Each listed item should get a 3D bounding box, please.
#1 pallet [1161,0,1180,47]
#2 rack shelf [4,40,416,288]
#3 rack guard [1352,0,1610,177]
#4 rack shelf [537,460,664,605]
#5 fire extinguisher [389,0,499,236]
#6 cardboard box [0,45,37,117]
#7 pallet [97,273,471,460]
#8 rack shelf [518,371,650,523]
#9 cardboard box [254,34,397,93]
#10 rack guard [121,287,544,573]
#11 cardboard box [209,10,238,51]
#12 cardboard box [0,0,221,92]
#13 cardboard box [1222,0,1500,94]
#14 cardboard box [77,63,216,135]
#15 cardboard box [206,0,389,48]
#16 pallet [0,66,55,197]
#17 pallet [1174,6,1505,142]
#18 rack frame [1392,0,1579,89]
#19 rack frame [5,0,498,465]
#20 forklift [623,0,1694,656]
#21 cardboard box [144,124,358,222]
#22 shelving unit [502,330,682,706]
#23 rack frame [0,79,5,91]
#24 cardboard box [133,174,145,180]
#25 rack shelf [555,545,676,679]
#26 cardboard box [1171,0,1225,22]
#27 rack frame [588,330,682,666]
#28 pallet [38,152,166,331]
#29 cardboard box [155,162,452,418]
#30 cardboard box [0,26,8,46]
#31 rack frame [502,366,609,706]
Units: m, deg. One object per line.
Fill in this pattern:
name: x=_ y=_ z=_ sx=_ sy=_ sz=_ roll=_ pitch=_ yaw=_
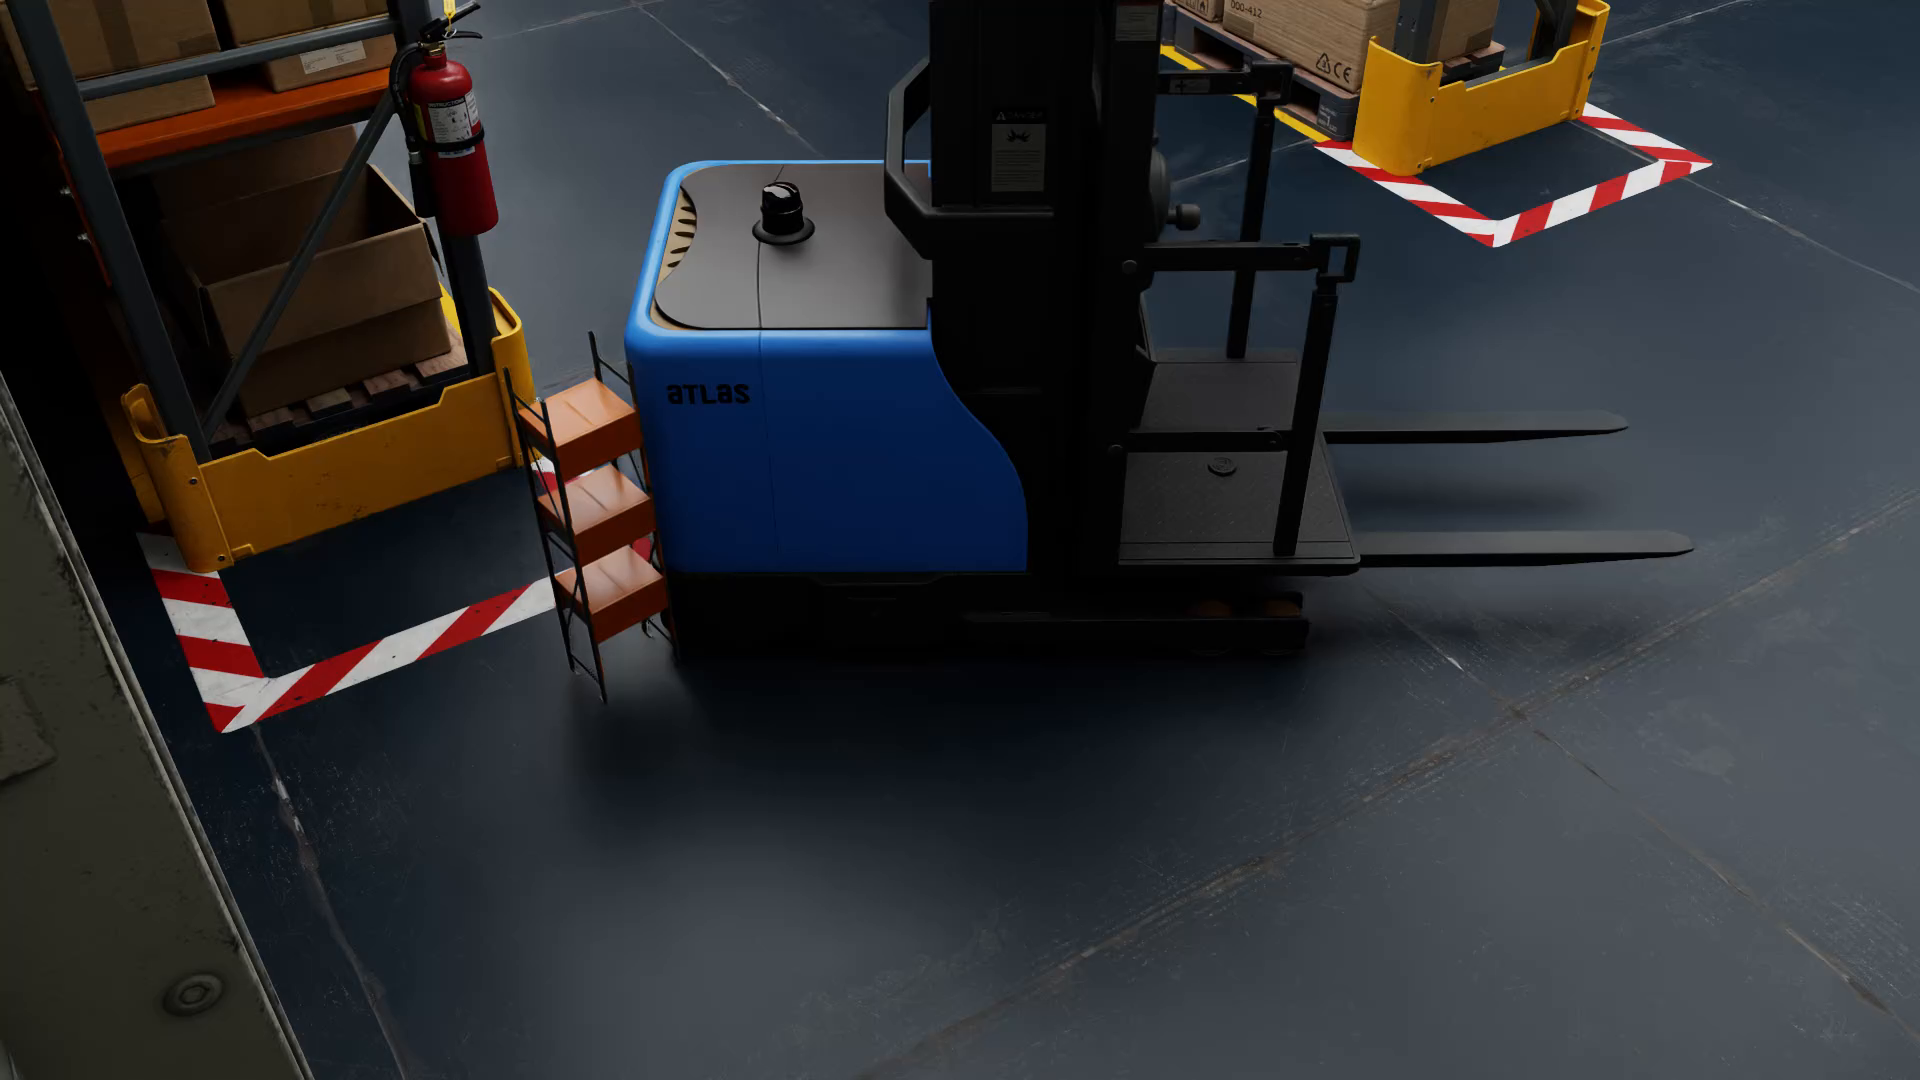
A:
pallet: x=1.121 y=-2.988 z=8.670 sx=1.003 sy=0.211 sz=1.213 roll=-22 pitch=45 yaw=-24
rack shelf: x=-2.990 y=-2.089 z=5.976 sx=1.077 sy=0.370 sz=4.000 roll=-22 pitch=45 yaw=-24
rack guard: x=2.281 y=-2.023 z=7.287 sx=1.175 sy=0.500 sz=0.348 roll=-22 pitch=45 yaw=-24
rack shelf: x=-0.970 y=-0.025 z=4.474 sx=0.240 sy=0.259 sz=0.215 roll=-29 pitch=48 yaw=-29
fire extinguisher: x=-1.446 y=-1.193 z=4.690 sx=0.296 sy=0.674 sz=0.183 roll=-22 pitch=45 yaw=-24
cardboard box: x=-3.909 y=-2.135 z=7.242 sx=0.500 sy=0.311 sz=0.500 roll=-21 pitch=44 yaw=-23
pallet: x=-2.385 y=-0.685 z=5.908 sx=1.003 sy=0.211 sz=1.213 roll=-22 pitch=45 yaw=-24
rack shelf: x=-0.973 y=-0.242 z=4.291 sx=0.240 sy=0.259 sz=0.215 roll=-29 pitch=48 yaw=-29
cardboard box: x=-1.860 y=-1.461 z=4.857 sx=0.380 sy=0.149 sz=0.250 roll=-23 pitch=45 yaw=-25
rack guard: x=-1.955 y=-0.367 z=5.299 sx=1.175 sy=0.500 sz=0.348 roll=-22 pitch=45 yaw=-24
cardboard box: x=-2.036 y=-1.583 z=5.002 sx=0.380 sy=0.149 sz=0.250 roll=-21 pitch=44 yaw=-23
cardboard box: x=-2.386 y=-1.499 z=4.591 sx=0.500 sy=0.250 sz=0.500 roll=-21 pitch=44 yaw=-23
cardboard box: x=1.829 y=-2.495 z=7.575 sx=0.875 sy=0.438 sz=0.875 roll=-24 pitch=45 yaw=-26
cardboard box: x=-2.319 y=-1.276 z=4.634 sx=0.380 sy=0.149 sz=0.250 roll=-23 pitch=45 yaw=-25
cardboard box: x=-1.931 y=-1.680 z=4.808 sx=0.500 sy=0.250 sz=0.500 roll=-22 pitch=45 yaw=-24
pallet: x=-3.697 y=-2.002 z=7.488 sx=1.003 sy=0.211 sz=1.213 roll=-22 pitch=45 yaw=-24
pallet: x=1.773 y=-2.330 z=7.881 sx=1.003 sy=0.211 sz=1.213 roll=-22 pitch=45 yaw=-24
rack frame: x=2.268 y=-2.996 z=6.503 sx=1.000 sy=3.000 sz=0.127 roll=-22 pitch=45 yaw=-24
rack frame: x=-1.915 y=-1.286 z=4.450 sx=1.000 sy=3.000 sz=0.127 roll=-22 pitch=45 yaw=-24
forklift: x=0.634 y=-1.130 z=4.317 sx=3.031 sy=2.935 sz=1.130 roll=0 pitch=40 yaw=0
cardboard box: x=-2.590 y=-1.324 z=6.121 sx=0.700 sy=0.500 sz=0.500 roll=-20 pitch=44 yaw=-23
shelving unit: x=-0.970 y=-0.033 z=4.467 sx=0.252 sy=1.050 sz=0.215 roll=-29 pitch=48 yaw=-29
rack frame: x=-4.065 y=-3.445 z=7.041 sx=1.000 sy=3.000 sz=0.127 roll=-22 pitch=45 yaw=-24
cardboard box: x=-3.149 y=-1.885 z=6.793 sx=0.700 sy=0.500 sz=0.500 roll=-24 pitch=45 yaw=-26
rack shelf: x=-0.967 y=0.187 z=4.653 sx=0.240 sy=0.259 sz=0.215 roll=-29 pitch=48 yaw=-29
cardboard box: x=1.330 y=-2.986 z=8.164 sx=0.875 sy=0.438 sz=0.875 roll=-21 pitch=44 yaw=-23
rack frame: x=-0.877 y=-0.085 z=4.527 sx=0.008 sy=1.050 sz=0.200 roll=-29 pitch=48 yaw=-29
pallet: x=-3.037 y=-1.343 z=6.697 sx=1.003 sy=0.211 sz=1.213 roll=-22 pitch=45 yaw=-24
cardboard box: x=-2.164 y=-0.851 z=5.550 sx=0.797 sy=0.503 sz=0.637 roll=-24 pitch=45 yaw=-26
cardboard box: x=-2.803 y=-1.670 z=5.107 sx=0.380 sy=0.149 sz=0.250 roll=-22 pitch=45 yaw=-24
rack frame: x=-1.063 y=0.019 z=4.407 sx=0.008 sy=1.050 sz=0.200 roll=-29 pitch=48 yaw=-29
